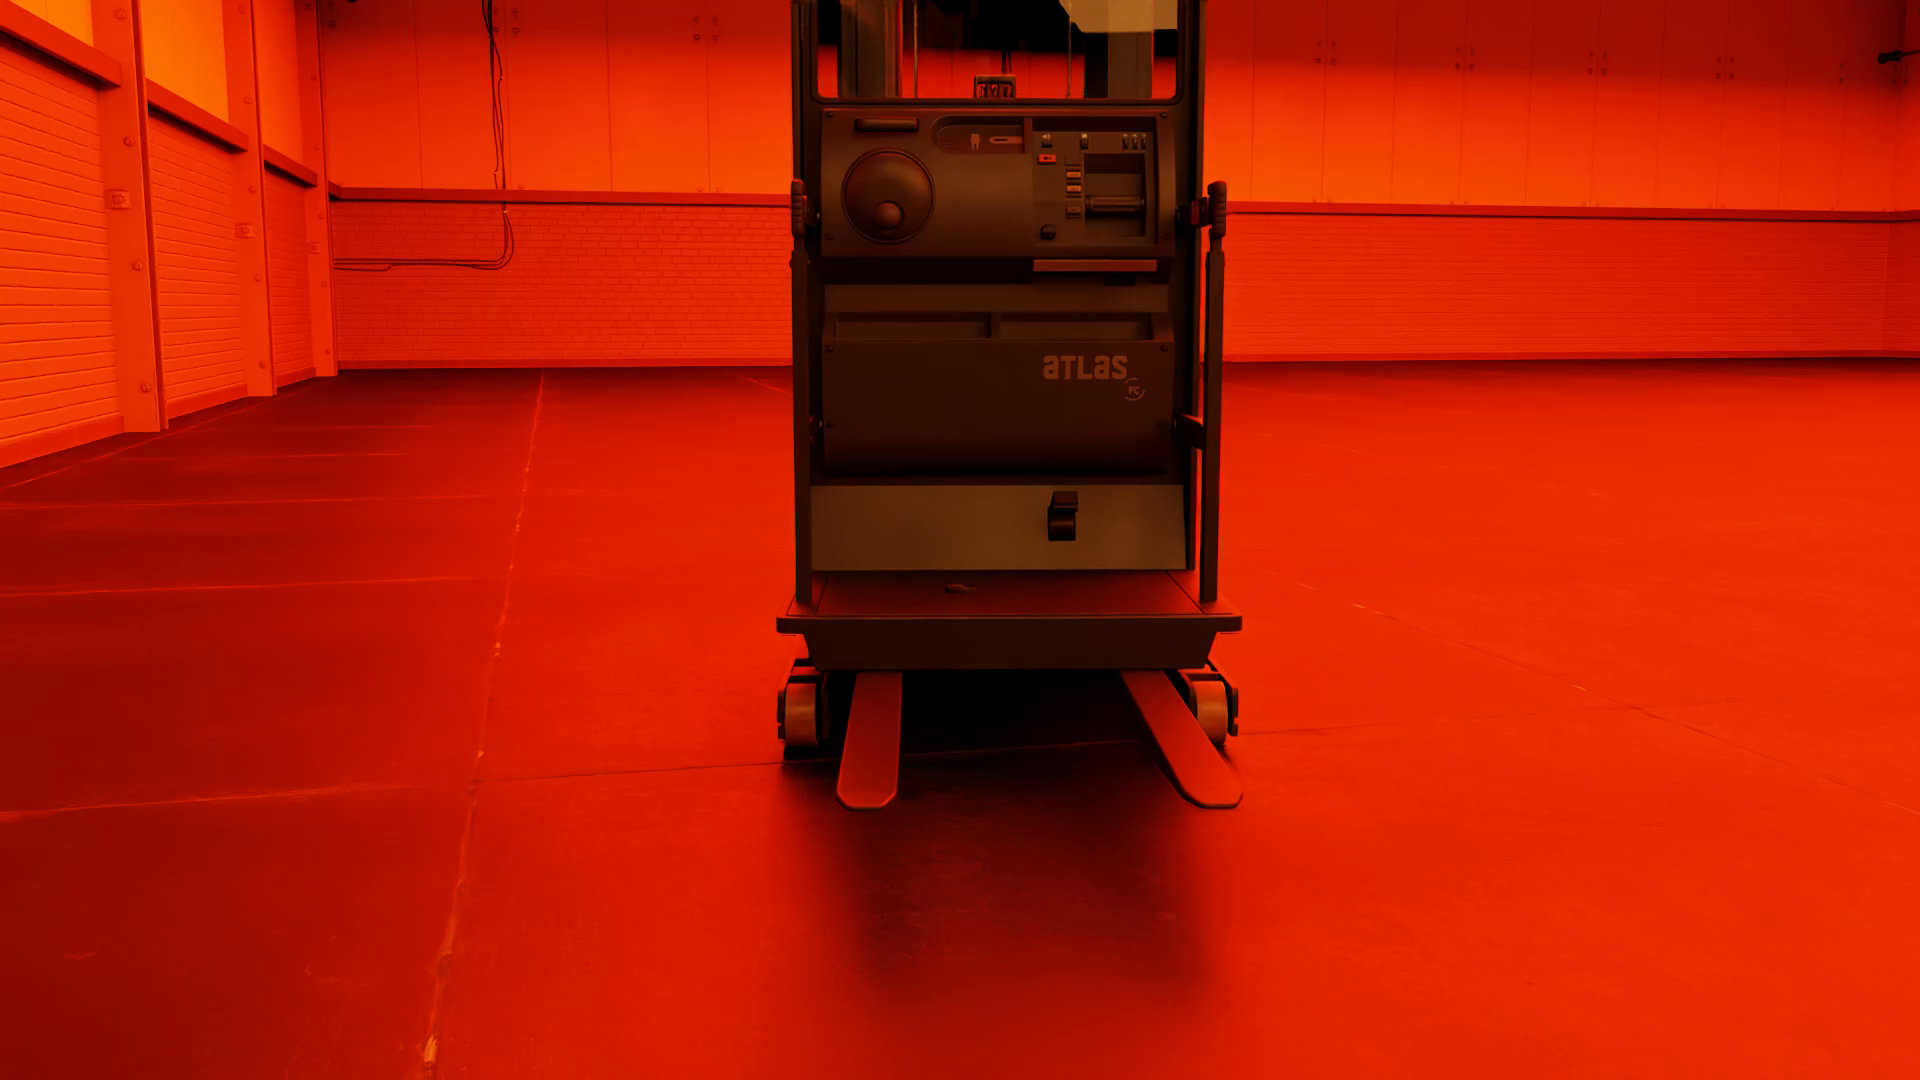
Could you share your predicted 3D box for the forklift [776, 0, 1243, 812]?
[{"bbox_3d":[0.107,-0.984,4.170,1.130,2.935,3.031,0,8,-1],"label":"forklift"}]
